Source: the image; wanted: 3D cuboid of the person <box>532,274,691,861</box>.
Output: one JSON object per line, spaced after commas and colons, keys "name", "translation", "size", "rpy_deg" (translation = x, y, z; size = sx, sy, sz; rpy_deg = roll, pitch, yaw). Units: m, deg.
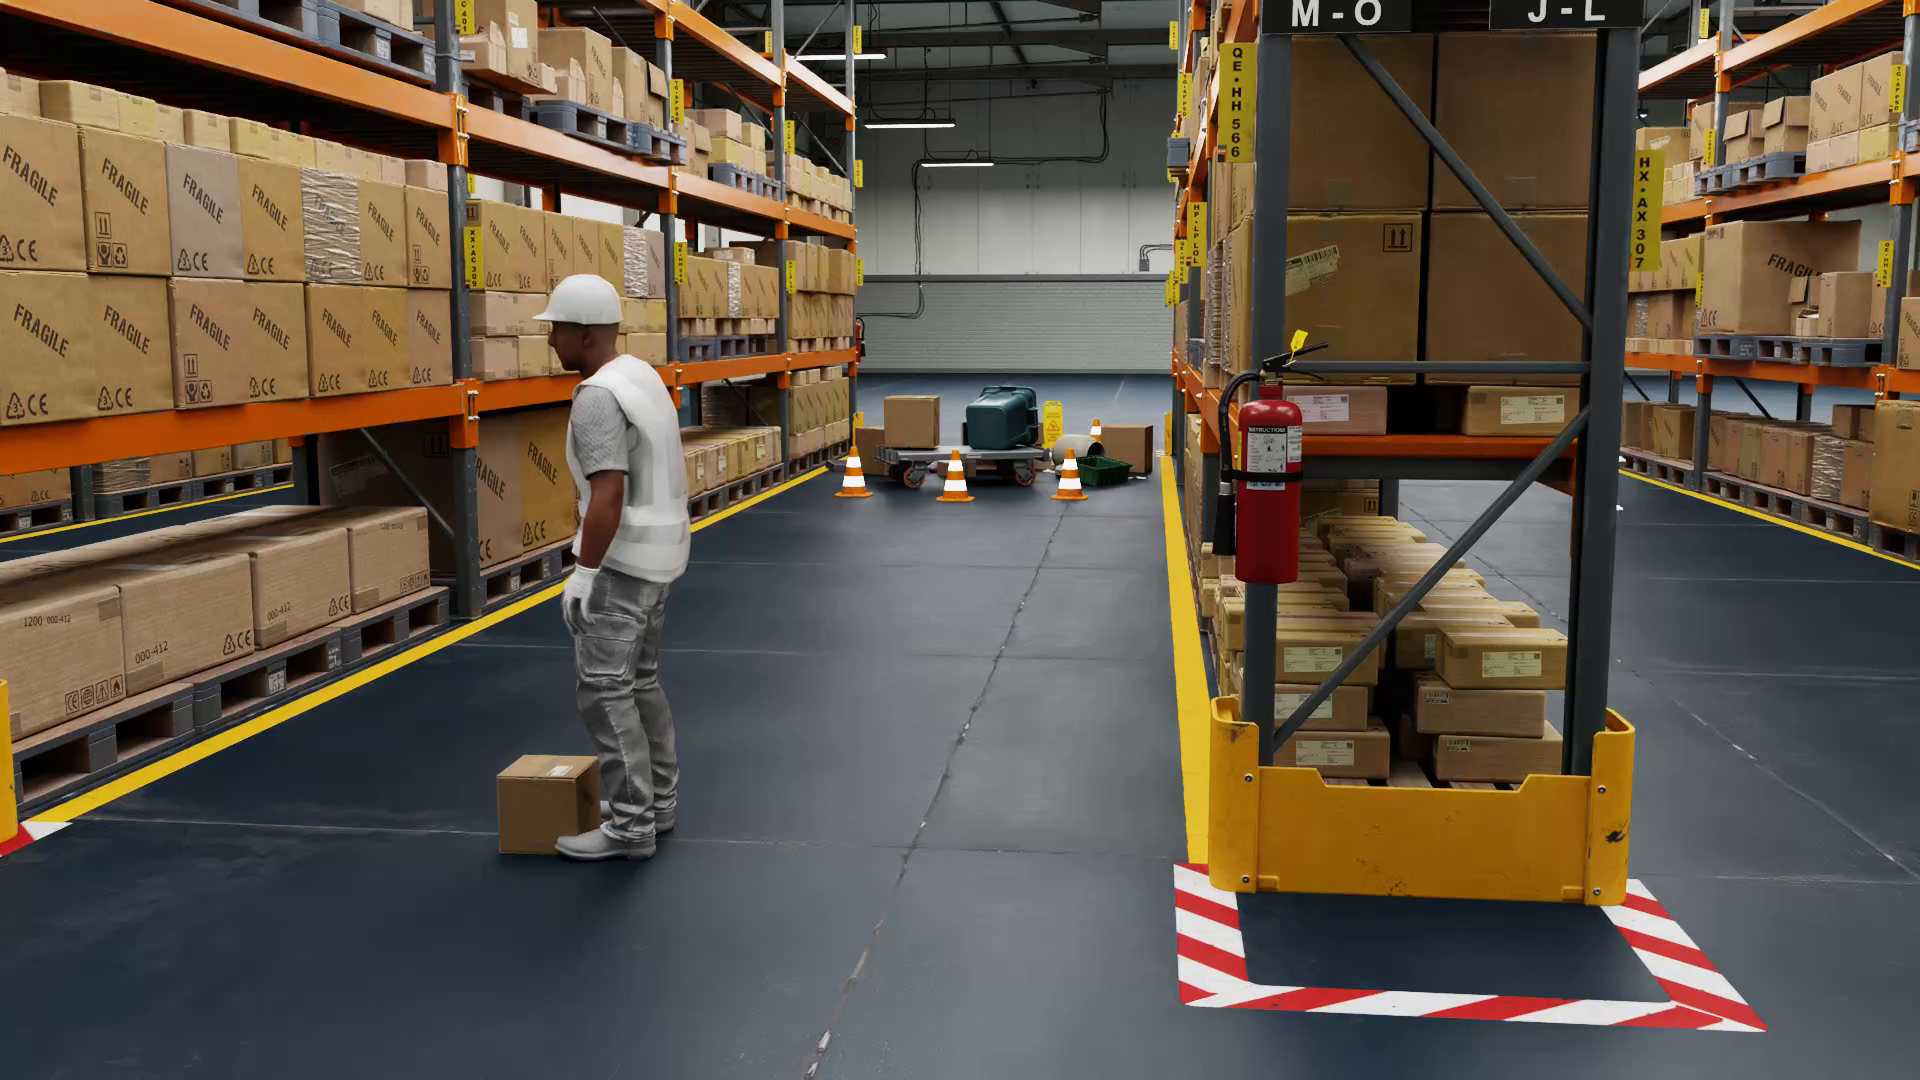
{"name": "person", "translation": [-1.063, 0.082, 5.117], "size": [0.443, 1.776, 0.630], "rpy_deg": [0, 8, 3]}
